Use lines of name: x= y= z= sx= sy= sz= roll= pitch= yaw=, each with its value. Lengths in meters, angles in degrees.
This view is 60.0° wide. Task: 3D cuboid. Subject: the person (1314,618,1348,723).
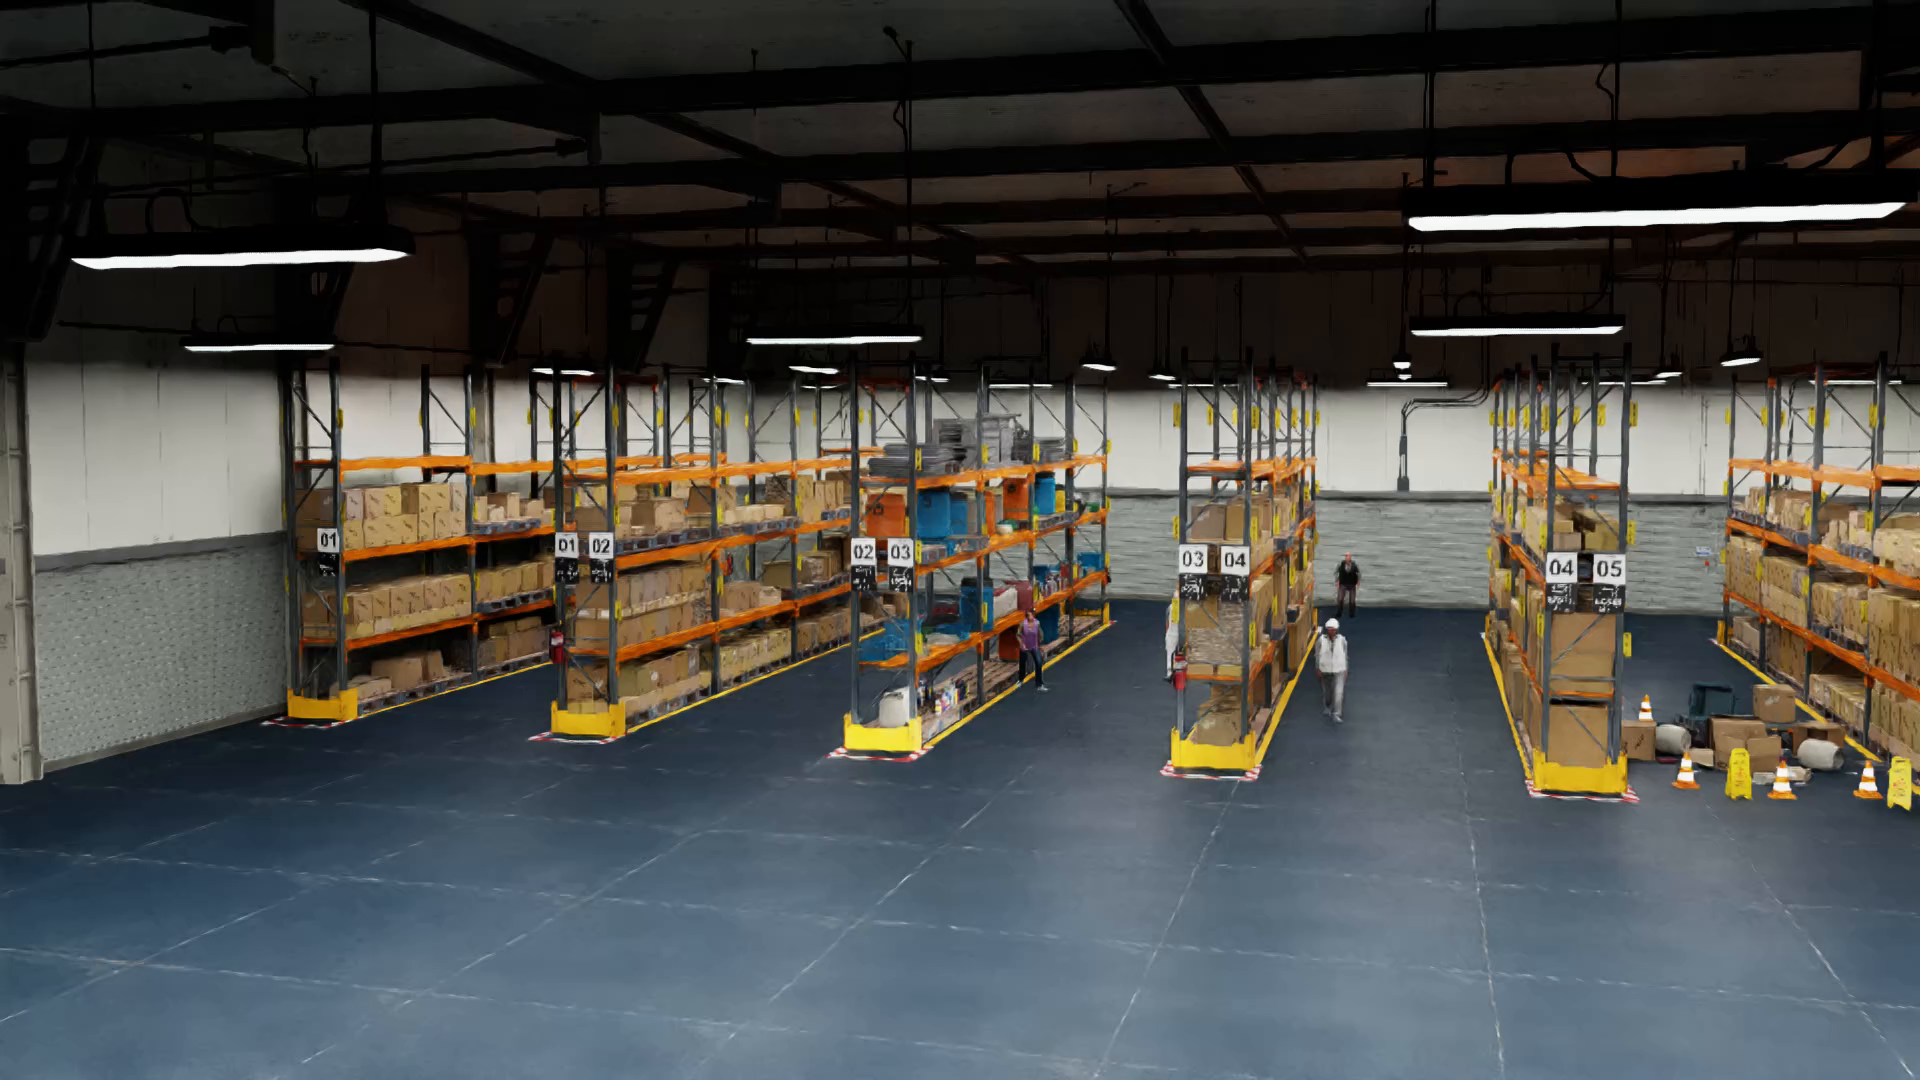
person: x=6.136 y=2.124 z=27.504 sx=0.543 sy=1.700 sz=1.115 roll=1 pitch=4 yaw=17

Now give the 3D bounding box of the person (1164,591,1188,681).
person: x=4.171 y=1.808 z=31.678 sx=0.532 sy=1.709 sz=1.128 roll=1 pitch=4 yaw=13

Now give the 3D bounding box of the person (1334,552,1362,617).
person: x=9.716 y=1.114 z=41.690 sx=0.677 sy=1.674 sz=0.532 roll=1 pitch=4 yaw=13

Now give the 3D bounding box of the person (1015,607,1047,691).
person: x=1.288 y=1.981 z=30.597 sx=0.561 sy=1.525 sz=0.788 roll=0 pitch=4 yaw=-3
